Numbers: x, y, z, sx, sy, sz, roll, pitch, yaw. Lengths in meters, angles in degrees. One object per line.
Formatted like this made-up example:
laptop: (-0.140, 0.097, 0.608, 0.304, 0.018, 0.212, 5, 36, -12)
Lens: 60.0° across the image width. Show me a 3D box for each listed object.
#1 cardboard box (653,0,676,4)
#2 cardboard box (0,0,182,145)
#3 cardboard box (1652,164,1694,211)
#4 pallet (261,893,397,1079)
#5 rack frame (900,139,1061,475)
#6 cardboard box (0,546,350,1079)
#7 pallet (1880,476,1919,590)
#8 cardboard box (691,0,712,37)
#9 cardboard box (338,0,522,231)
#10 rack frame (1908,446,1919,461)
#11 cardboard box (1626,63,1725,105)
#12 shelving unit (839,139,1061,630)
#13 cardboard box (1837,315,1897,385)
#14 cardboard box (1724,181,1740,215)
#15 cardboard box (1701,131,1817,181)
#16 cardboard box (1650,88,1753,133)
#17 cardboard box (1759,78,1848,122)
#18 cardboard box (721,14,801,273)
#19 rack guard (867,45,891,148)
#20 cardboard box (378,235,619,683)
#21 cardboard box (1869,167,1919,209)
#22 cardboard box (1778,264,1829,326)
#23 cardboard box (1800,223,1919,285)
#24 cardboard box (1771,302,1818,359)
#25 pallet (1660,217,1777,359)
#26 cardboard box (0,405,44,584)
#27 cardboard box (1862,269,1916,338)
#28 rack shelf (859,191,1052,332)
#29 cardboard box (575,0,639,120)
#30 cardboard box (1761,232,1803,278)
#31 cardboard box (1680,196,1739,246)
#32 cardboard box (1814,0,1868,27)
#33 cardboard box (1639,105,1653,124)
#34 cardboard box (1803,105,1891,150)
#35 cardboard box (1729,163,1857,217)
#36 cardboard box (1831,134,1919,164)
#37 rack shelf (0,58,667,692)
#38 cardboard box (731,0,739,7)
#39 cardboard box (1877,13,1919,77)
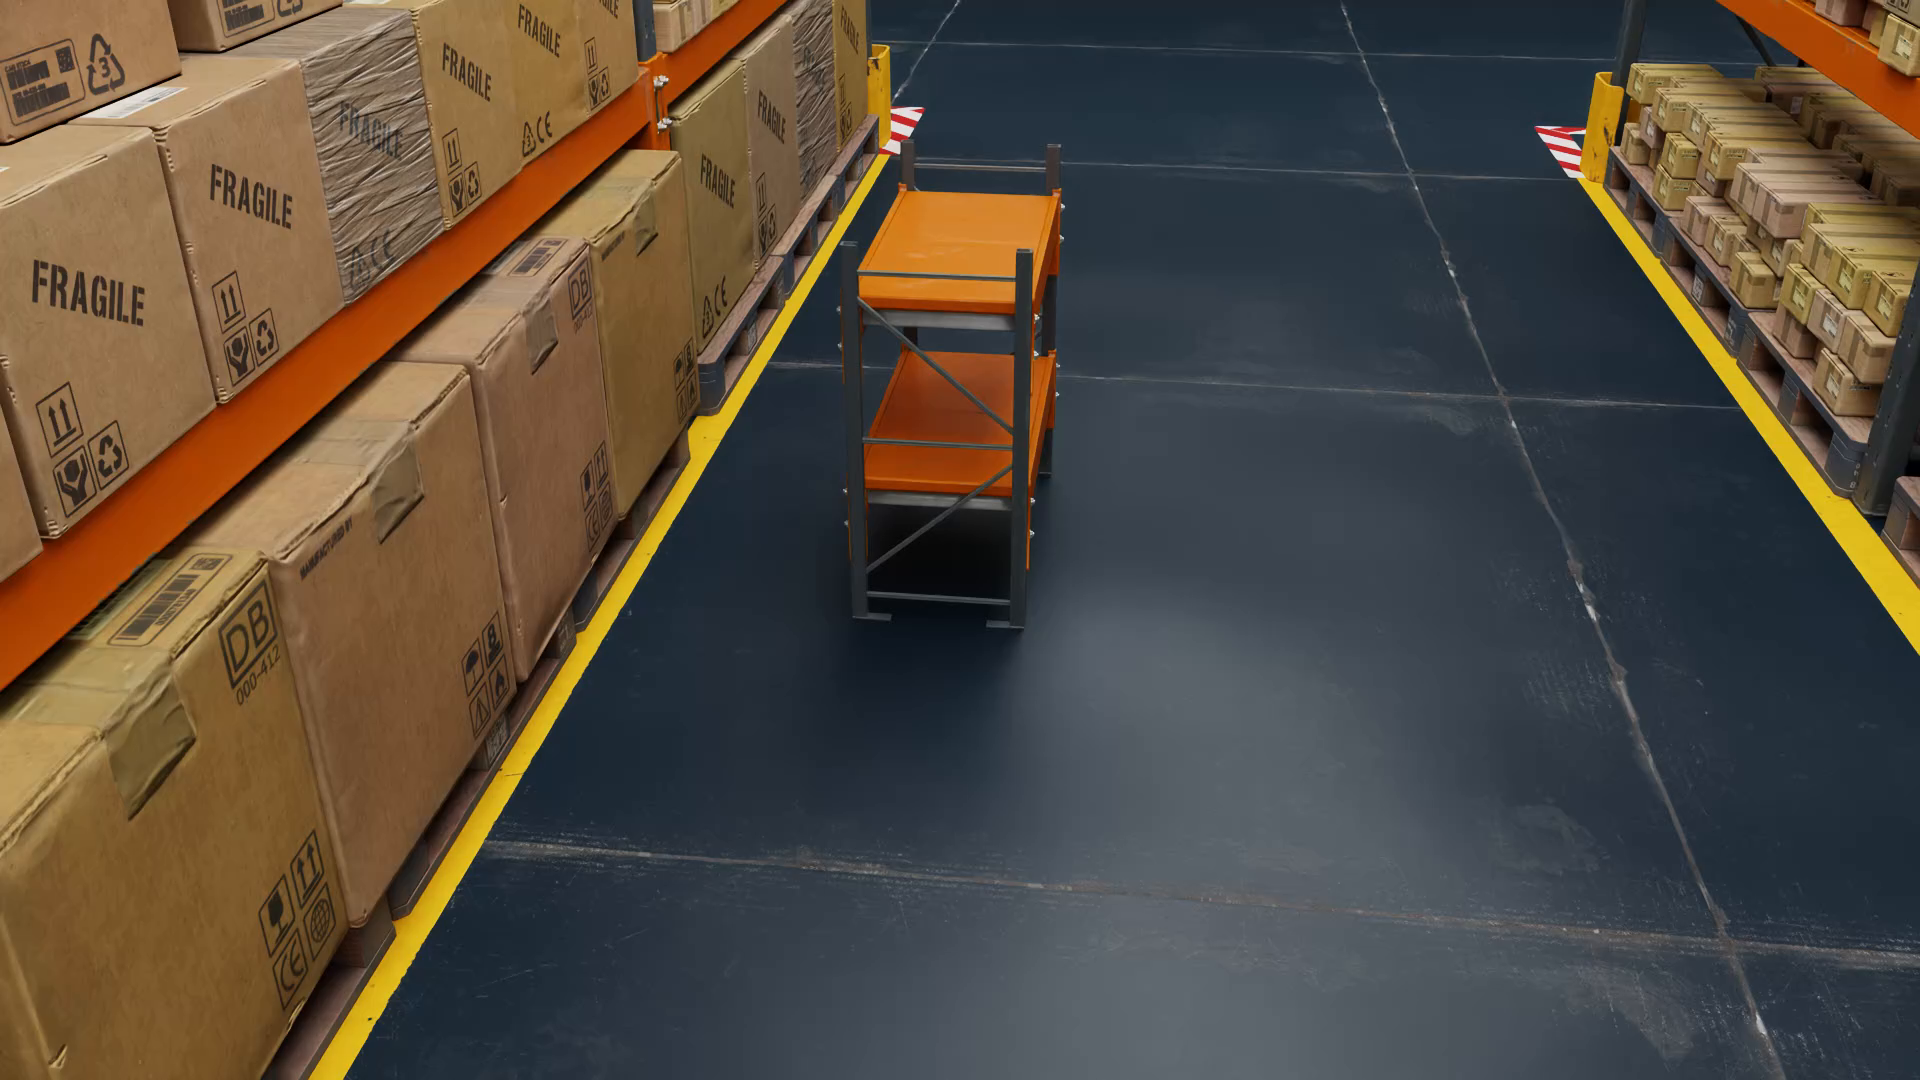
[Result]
cardboard box: (-1.165, -2.000, 5.644, 0.500, 0.250, 0.500, 3, 28, 5)
cardboard box: (-1.784, -0.981, 2.746, 0.797, 0.503, 0.637, 4, 29, 7)
cardboard box: (3.421, -1.618, 7.655, 0.380, 0.149, 0.250, 4, 29, 7)
pallet: (-1.801, 1.015, 3.144, 1.003, 0.211, 1.213, 3, 28, 6)
rack frame: (0.063, -0.738, 5.433, 0.500, 1.125, 0.032, 3, 28, 6)
cardboard box: (-1.867, 0.581, 2.807, 1.225, 0.875, 0.875, 2, 28, 4)
pallet: (3.334, 0.201, 4.654, 1.003, 0.211, 1.213, 3, 28, 6)
cardboard box: (-1.084, -1.862, 5.808, 0.380, 0.149, 0.250, 2, 28, 5)
cardboard box: (-1.393, -1.058, 3.946, 0.500, 0.500, 0.500, 3, 28, 6)
rack frame: (3.424, -1.393, 4.673, 0.949, 2.616, 0.053, 3, 28, 6)
cardboard box: (3.516, -2.241, 8.182, 0.380, 0.149, 0.250, 2, 28, 4)
shelving unit: (0.001, -0.498, 4.989, 0.538, 1.125, 1.048, 3, 28, 6)
cardboard box: (3.151, -0.621, 5.489, 0.380, 0.149, 0.250, 4, 29, 7)
cardboard box: (3.498, -1.484, 7.091, 0.380, 0.149, 0.250, 5, 29, 9)
cardboard box: (3.375, -1.620, 7.030, 0.380, 0.149, 0.250, 4, 29, 7)
cardboard box: (3.444, -1.993, 7.722, 0.380, 0.149, 0.250, 3, 28, 6)
cardboard box: (4.017, -2.089, 7.900, 0.380, 0.149, 0.250, 4, 29, 7)
cardboard box: (-1.212, -1.708, 7.055, 0.875, 0.875, 0.875, 3, 28, 6)
rack guard: (-0.989, -2.523, 9.405, 1.175, 0.500, 0.348, 3, 28, 6)
cardboard box: (-1.650, -0.255, 4.359, 1.225, 0.875, 0.875, 2, 28, 4)
cardboard box: (3.823, -1.355, 6.539, 0.380, 0.149, 0.250, 2, 28, 4)
cardboard box: (3.187, -0.876, 5.962, 0.380, 0.149, 0.250, 2, 28, 4)
cardboard box: (3.228, -1.008, 5.893, 0.380, 0.149, 0.250, 3, 28, 6)
cardboard box: (3.221, -0.773, 6.085, 0.380, 0.149, 0.250, 2, 28, 5)
pallet: (3.622, -1.059, 6.994, 1.003, 0.211, 1.213, 3, 28, 6)
cardboard box: (-1.643, -0.103, 2.173, 0.500, 0.500, 0.500, 4, 29, 8)
cardboard box: (3.213, -0.767, 5.448, 0.380, 0.149, 0.250, 4, 29, 8)
rack shelf: (0.001, -0.821, 4.816, 0.459, 0.093, 0.952, 3, 28, 6)
cardboard box: (-1.269, -1.537, 4.835, 0.500, 0.500, 0.500, 3, 29, 6)
cardboard box: (3.327, -1.109, 6.396, 0.380, 0.149, 0.250, 4, 29, 7)
cardboard box: (3.368, -1.381, 7.213, 0.380, 0.149, 0.250, 2, 28, 4)
cardboard box: (3.305, -1.930, 5.935, 0.380, 0.149, 0.250, 2, 28, 4)
cardboard box: (3.599, -2.105, 8.244, 0.380, 0.149, 0.250, 5, 29, 8)
cardboard box: (4.016, -1.841, 7.441, 0.380, 0.149, 0.250, 2, 28, 4)
cardboard box: (3.300, -1.386, 6.595, 0.380, 0.149, 0.250, 2, 28, 4)
cardboard box: (3.896, -1.594, 6.982, 0.380, 0.149, 0.250, 2, 28, 4)
rack shelf: (-1.728, -0.471, 3.720, 1.077, 0.370, 4.000, 3, 28, 6)
cardboard box: (-1.022, -2.110, 6.268, 0.380, 0.149, 0.250, 3, 28, 5)
cardboard box: (3.154, -1.558, 5.244, 0.380, 0.149, 0.250, 3, 28, 5)
